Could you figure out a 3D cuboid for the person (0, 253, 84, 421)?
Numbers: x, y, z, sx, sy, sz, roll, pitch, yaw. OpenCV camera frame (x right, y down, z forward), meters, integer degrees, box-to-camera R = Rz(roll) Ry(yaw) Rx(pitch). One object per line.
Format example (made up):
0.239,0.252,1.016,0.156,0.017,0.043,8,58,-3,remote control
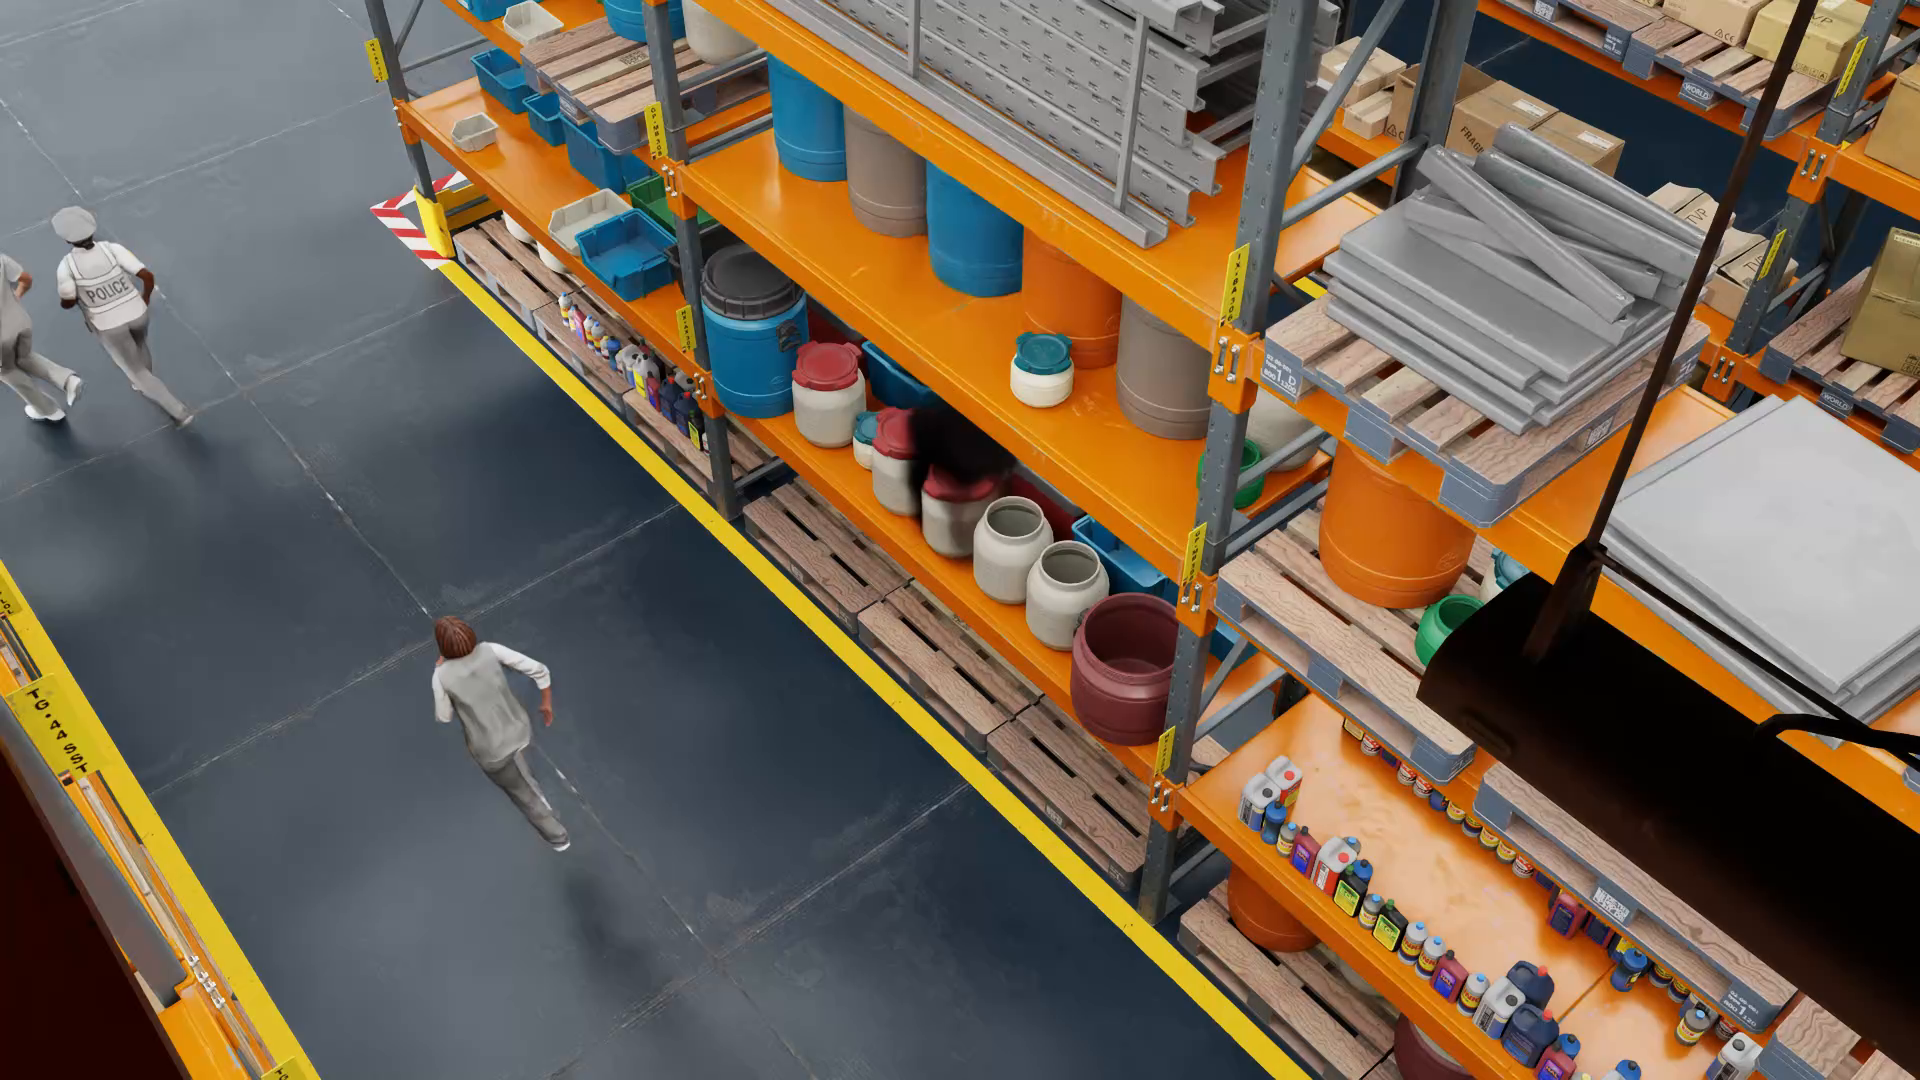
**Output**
-6.385,-1.408,11.217,0.582,1.621,0.578,16,49,15,person

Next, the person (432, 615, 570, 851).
-2.378,0.995,8.604,0.744,1.518,0.525,34,55,28,person

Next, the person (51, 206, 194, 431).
-5.640,-1.433,11.206,1.045,1.740,0.532,30,53,25,person
